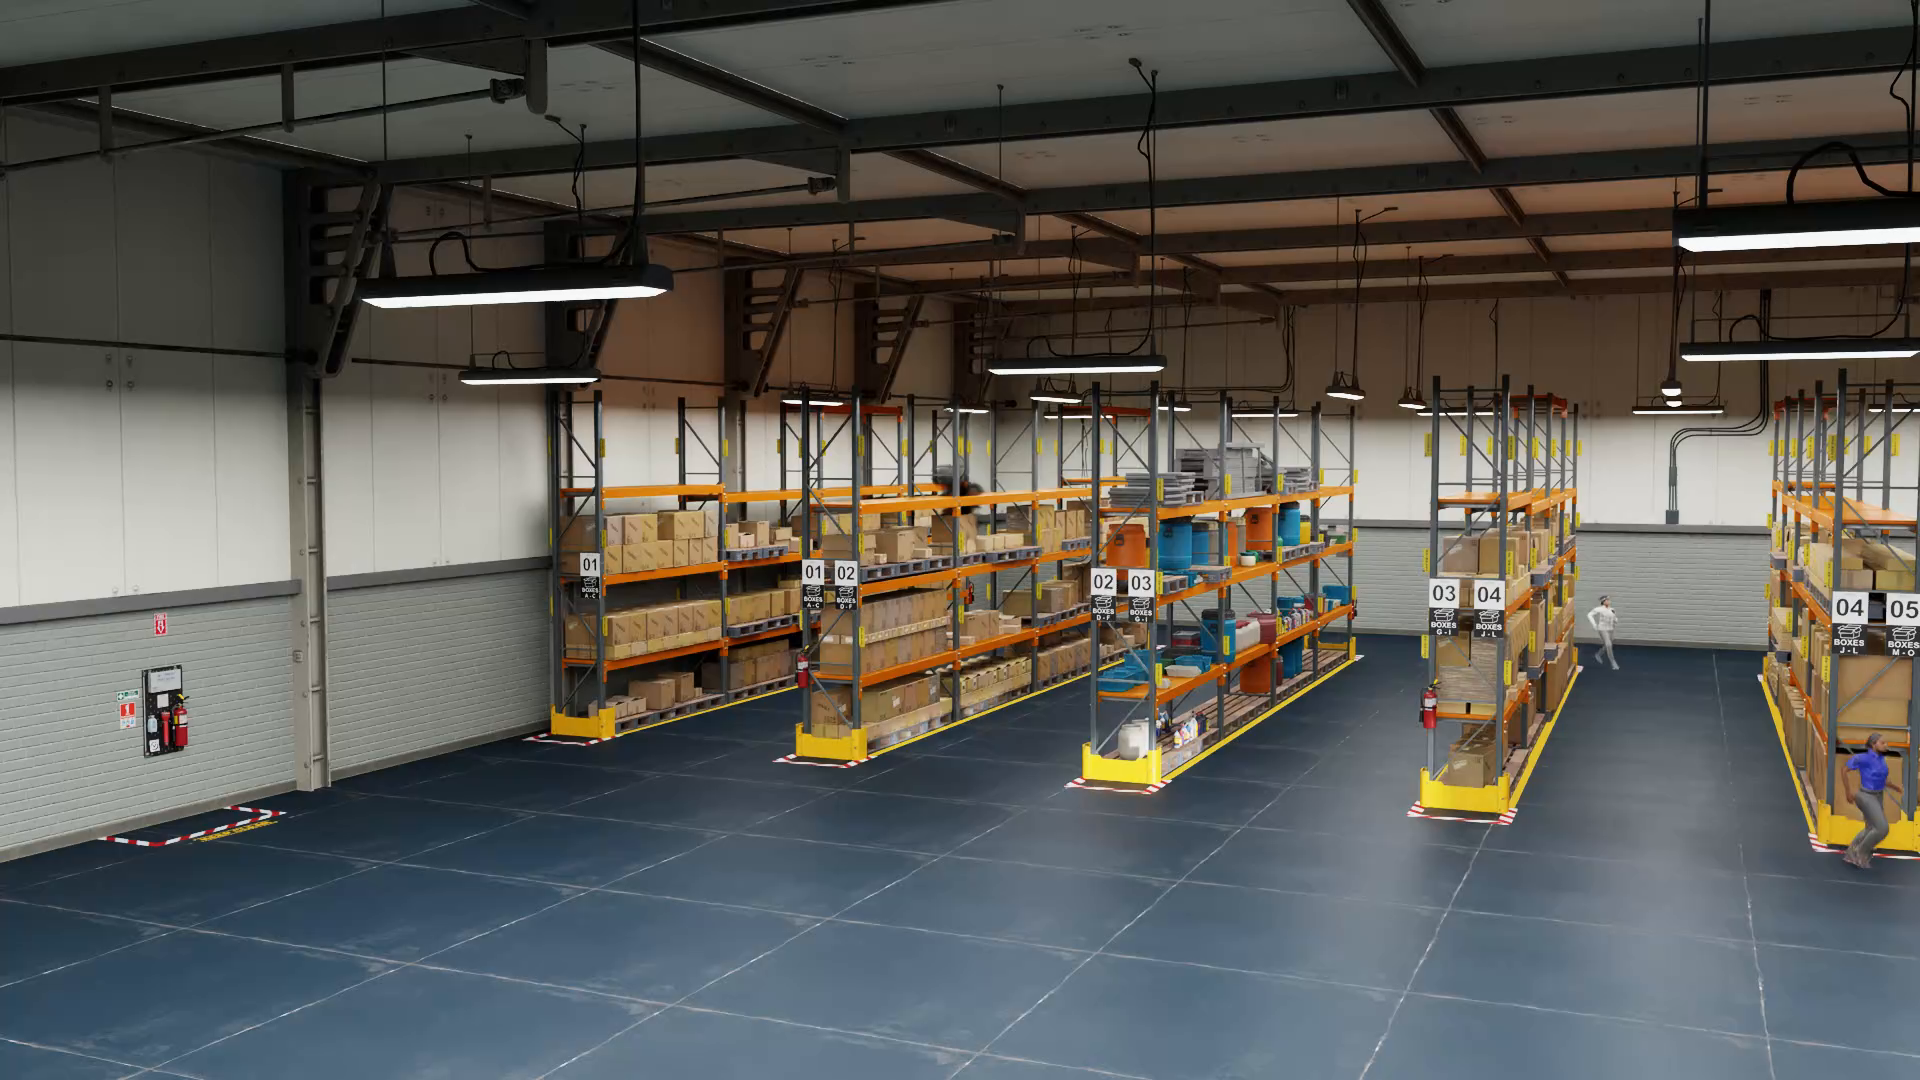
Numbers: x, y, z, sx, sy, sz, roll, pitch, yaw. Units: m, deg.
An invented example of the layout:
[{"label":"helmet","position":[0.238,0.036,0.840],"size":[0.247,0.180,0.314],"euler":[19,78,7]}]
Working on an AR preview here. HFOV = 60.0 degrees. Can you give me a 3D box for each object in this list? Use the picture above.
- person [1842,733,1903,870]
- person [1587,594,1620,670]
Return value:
[{"label":"person","position":[10.814,3.118,19.709],"size":[0.604,1.635,0.646],"euler":[-2,4,-32]},{"label":"person","position":[14.722,2.073,37.823],"size":[0.626,1.656,0.999],"euler":[-1,3,-20]}]
